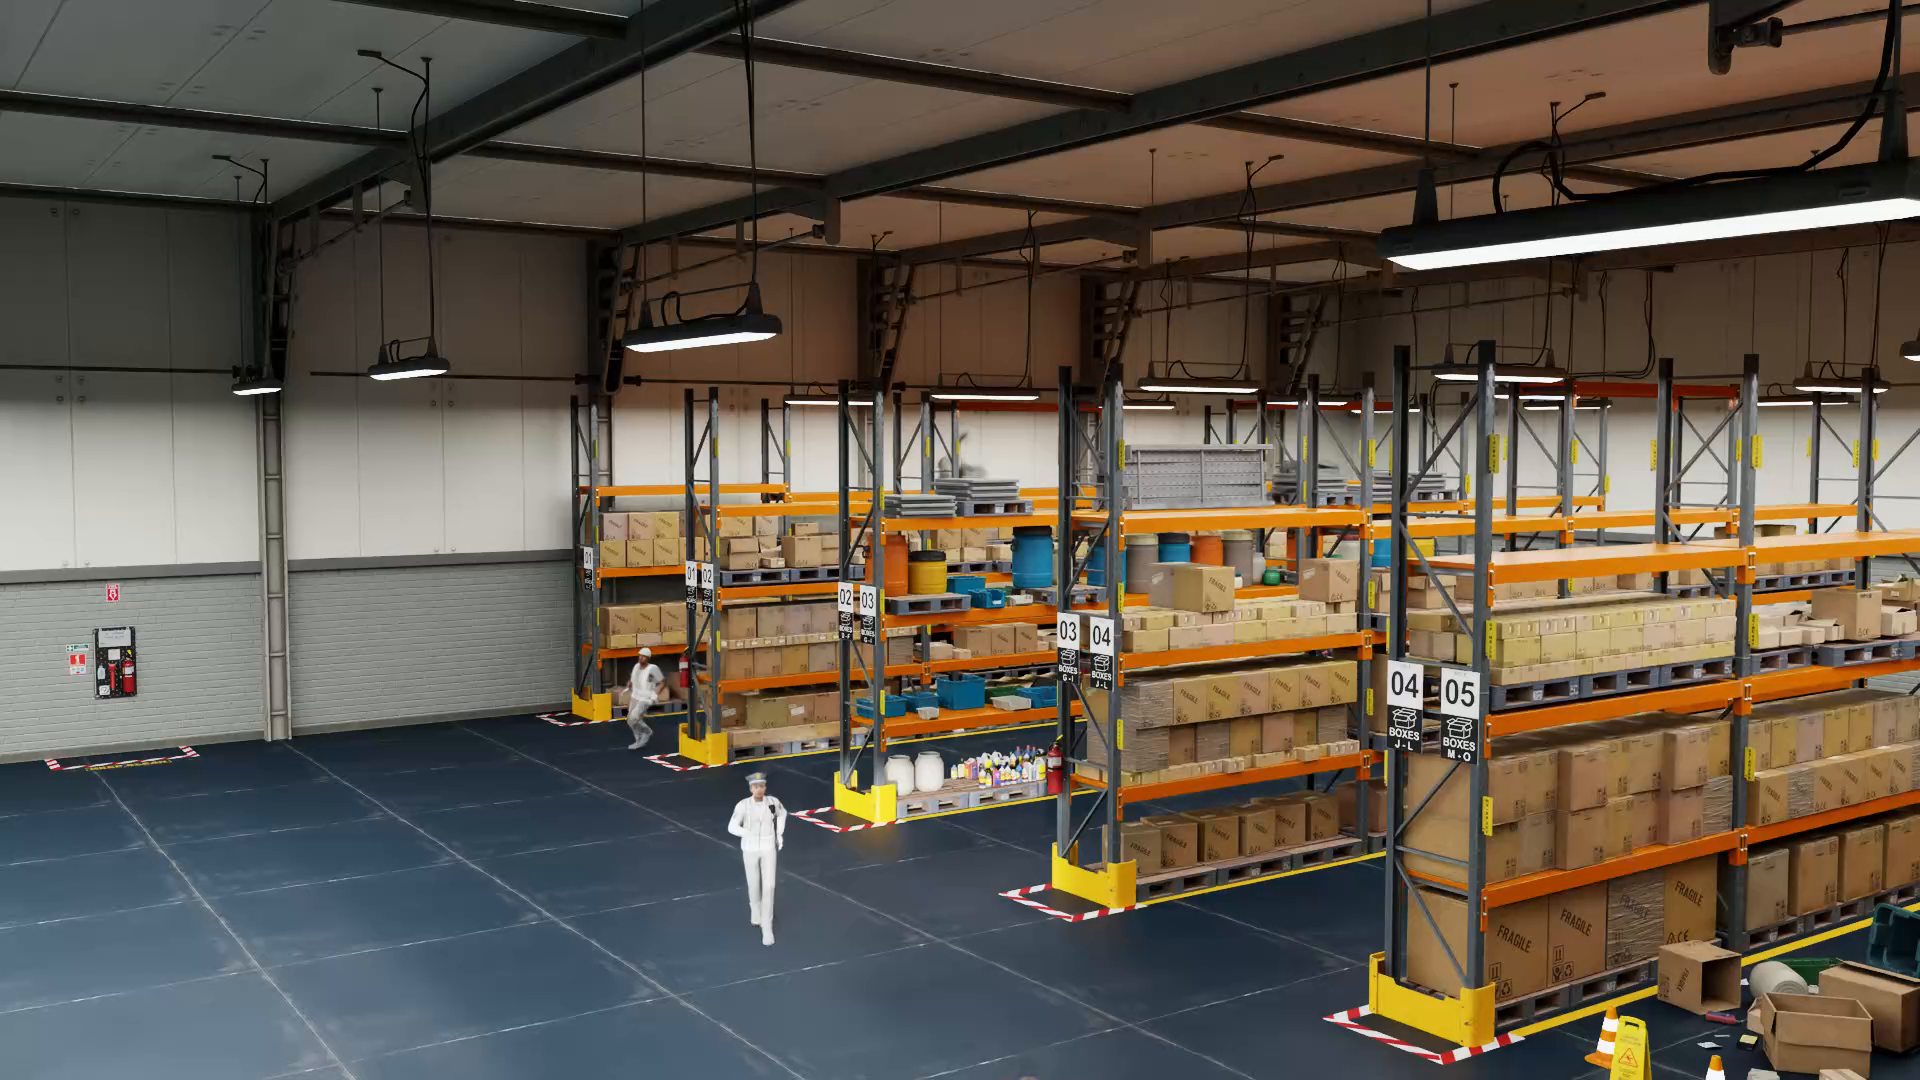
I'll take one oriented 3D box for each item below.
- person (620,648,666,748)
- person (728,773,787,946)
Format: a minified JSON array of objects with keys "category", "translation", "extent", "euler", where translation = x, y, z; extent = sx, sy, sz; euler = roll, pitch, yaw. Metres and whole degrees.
[{"category":"person","translation":[-5.306,2.644,27.630],"extent":[0.742,1.718,0.523],"euler":[3,4,40]},{"category":"person","translation":[-2.102,3.263,17.317],"extent":[0.607,1.732,0.814],"euler":[0,3,-7]}]
